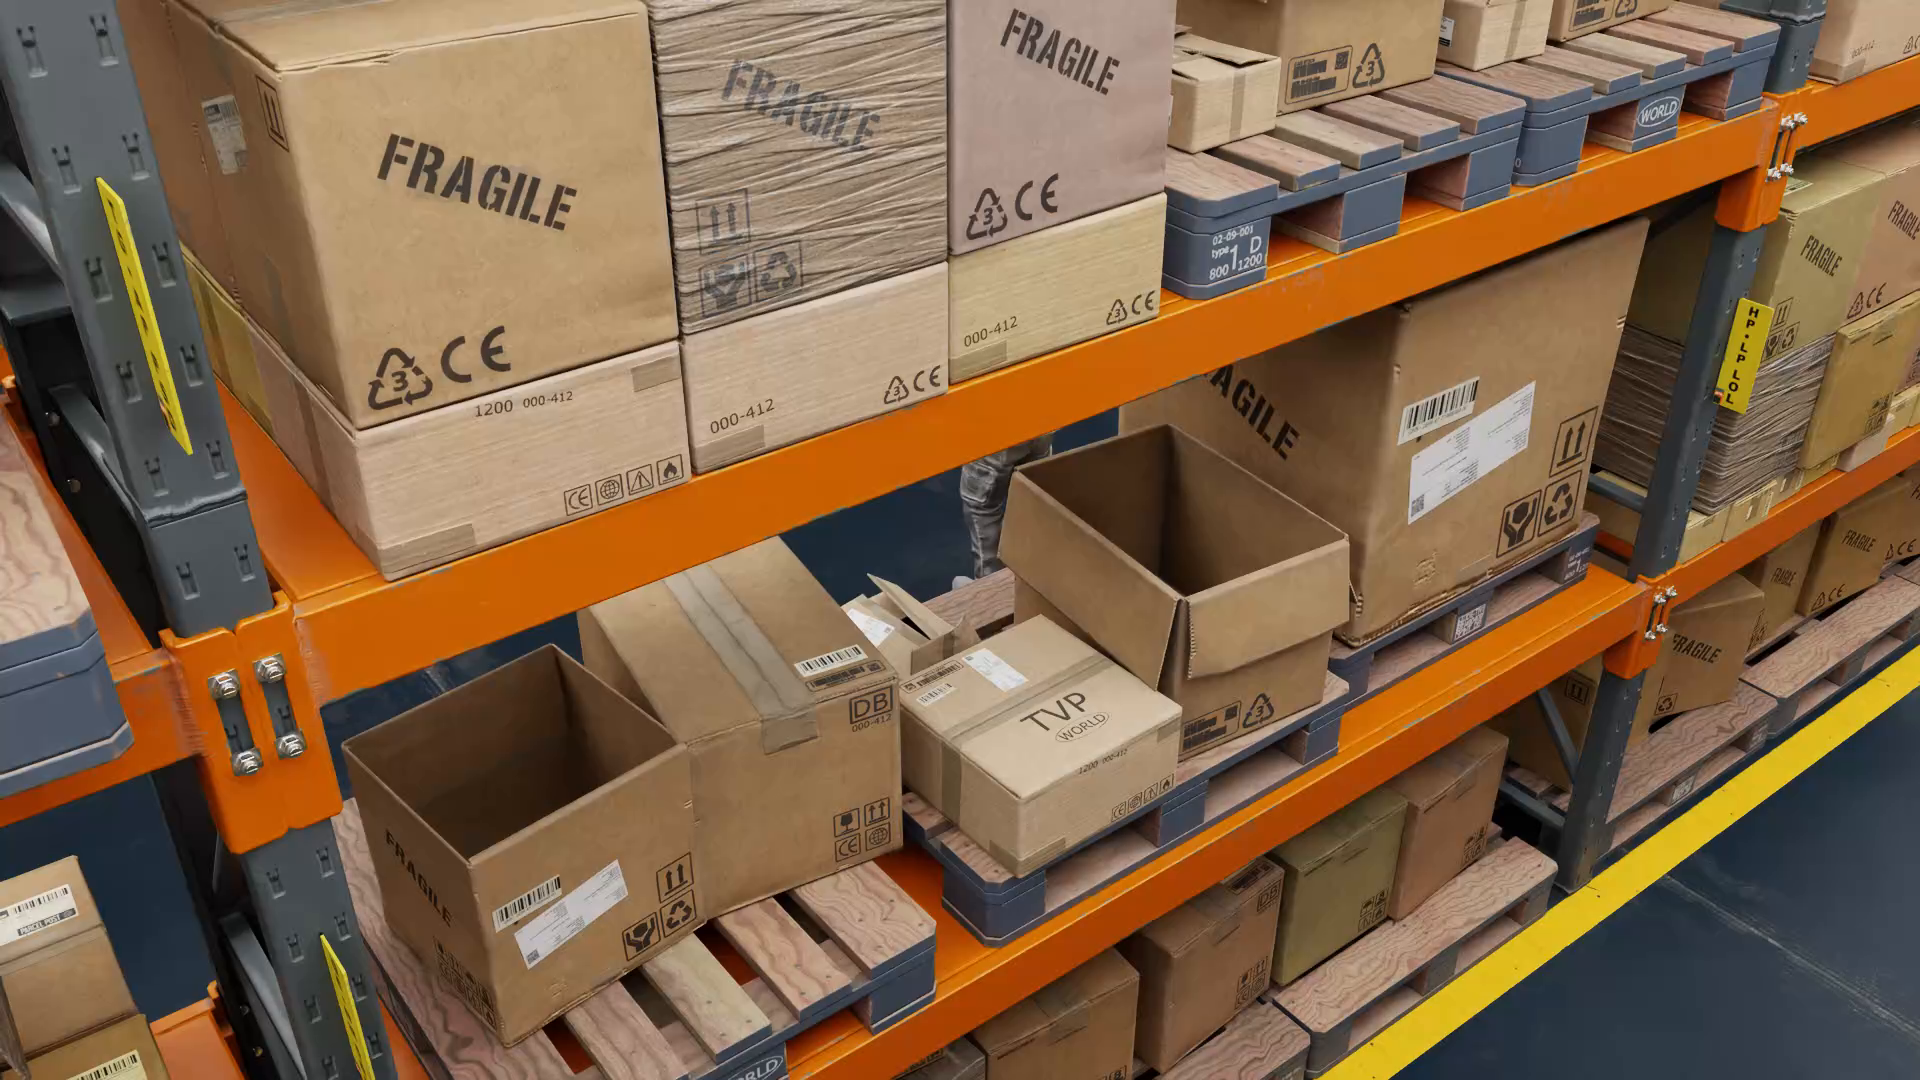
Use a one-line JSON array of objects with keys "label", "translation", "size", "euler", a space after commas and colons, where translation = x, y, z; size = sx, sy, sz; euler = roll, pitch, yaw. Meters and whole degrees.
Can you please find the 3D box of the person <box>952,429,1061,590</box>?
[{"label": "person", "translation": [0.151, -0.510, 6.942], "size": [0.487, 1.778, 0.575], "euler": [-22, 38, -31]}]
